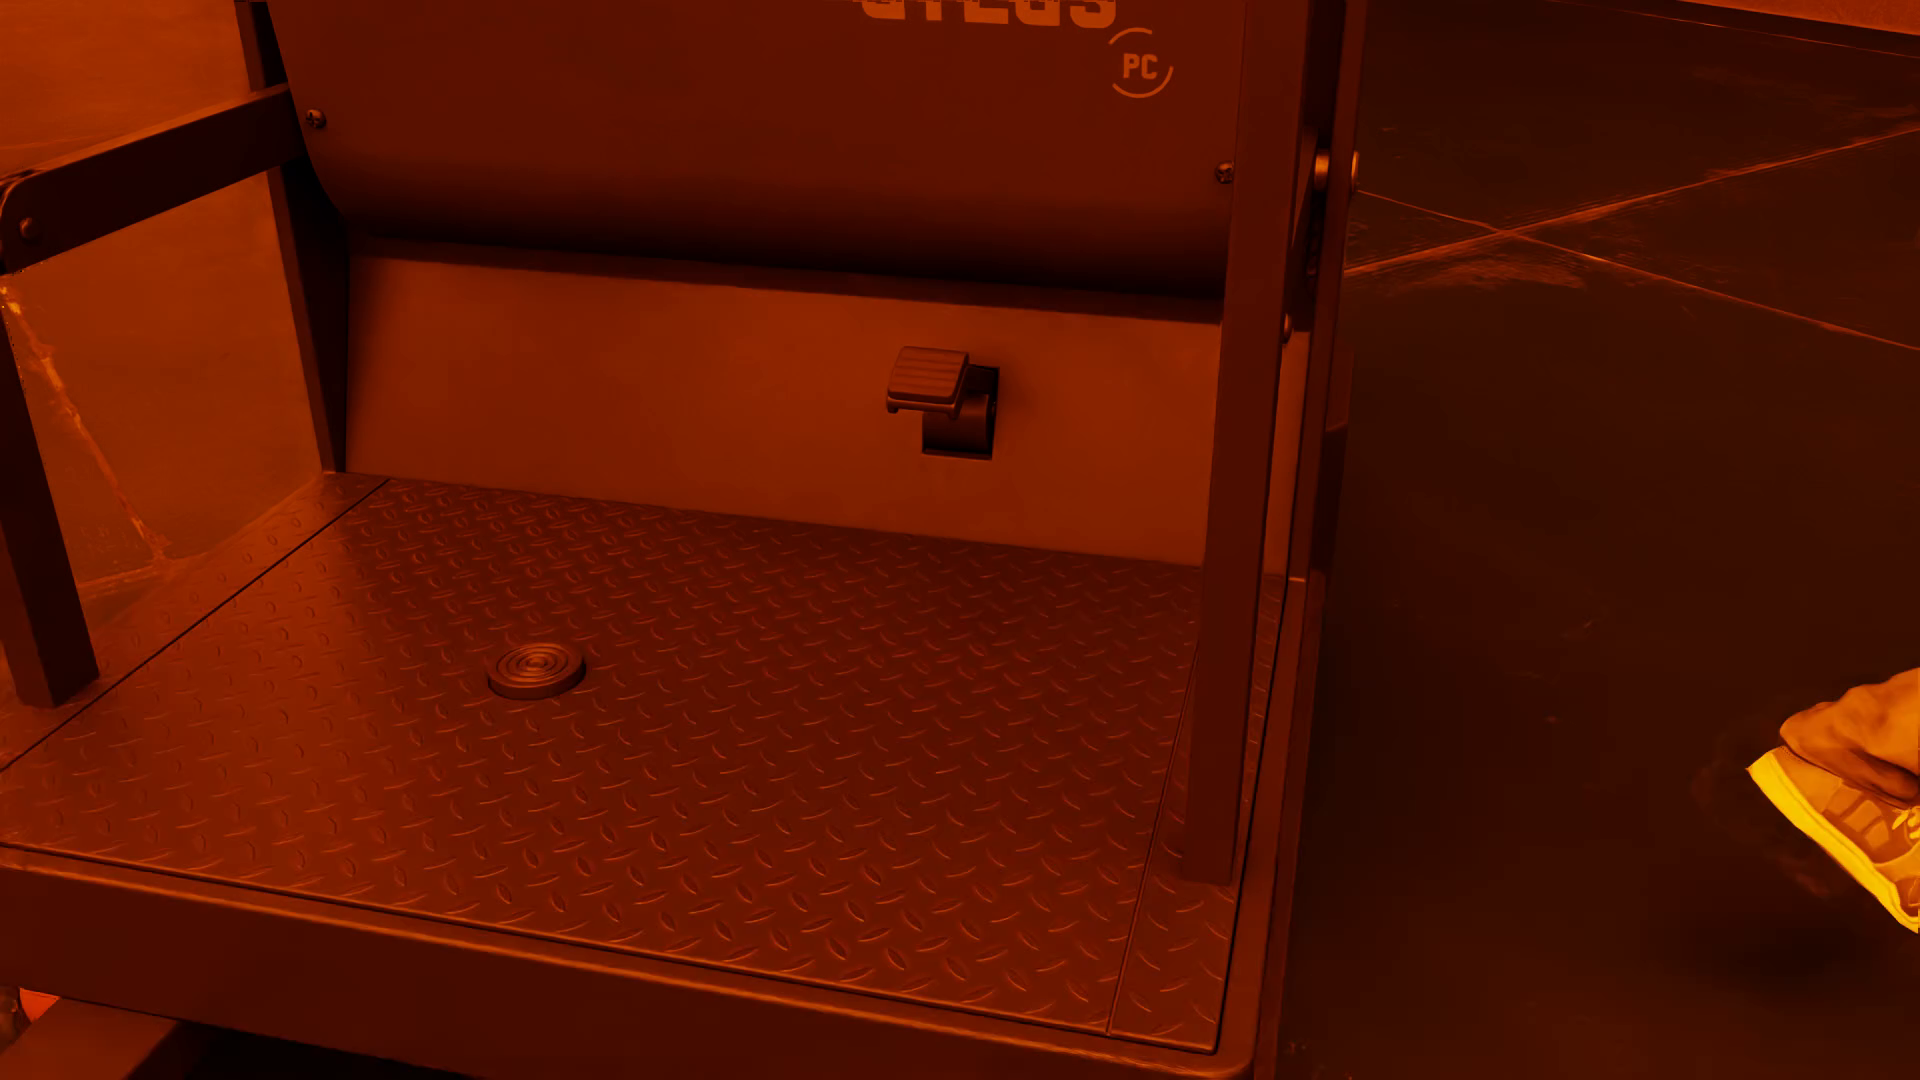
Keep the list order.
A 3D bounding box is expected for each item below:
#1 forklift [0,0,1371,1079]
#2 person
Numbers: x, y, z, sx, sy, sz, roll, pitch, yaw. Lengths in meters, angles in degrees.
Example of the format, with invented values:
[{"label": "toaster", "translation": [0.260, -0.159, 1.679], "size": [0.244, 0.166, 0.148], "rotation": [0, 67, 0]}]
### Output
[{"label": "forklift", "translation": [-0.234, -0.920, 1.064], "size": [1.130, 2.935, 3.031], "rotation": [6, 27, 12]}, {"label": "person", "translation": [0.985, -0.035, 1.002], "size": [0.676, 1.348, 0.895], "rotation": [8, 28, 16]}]
